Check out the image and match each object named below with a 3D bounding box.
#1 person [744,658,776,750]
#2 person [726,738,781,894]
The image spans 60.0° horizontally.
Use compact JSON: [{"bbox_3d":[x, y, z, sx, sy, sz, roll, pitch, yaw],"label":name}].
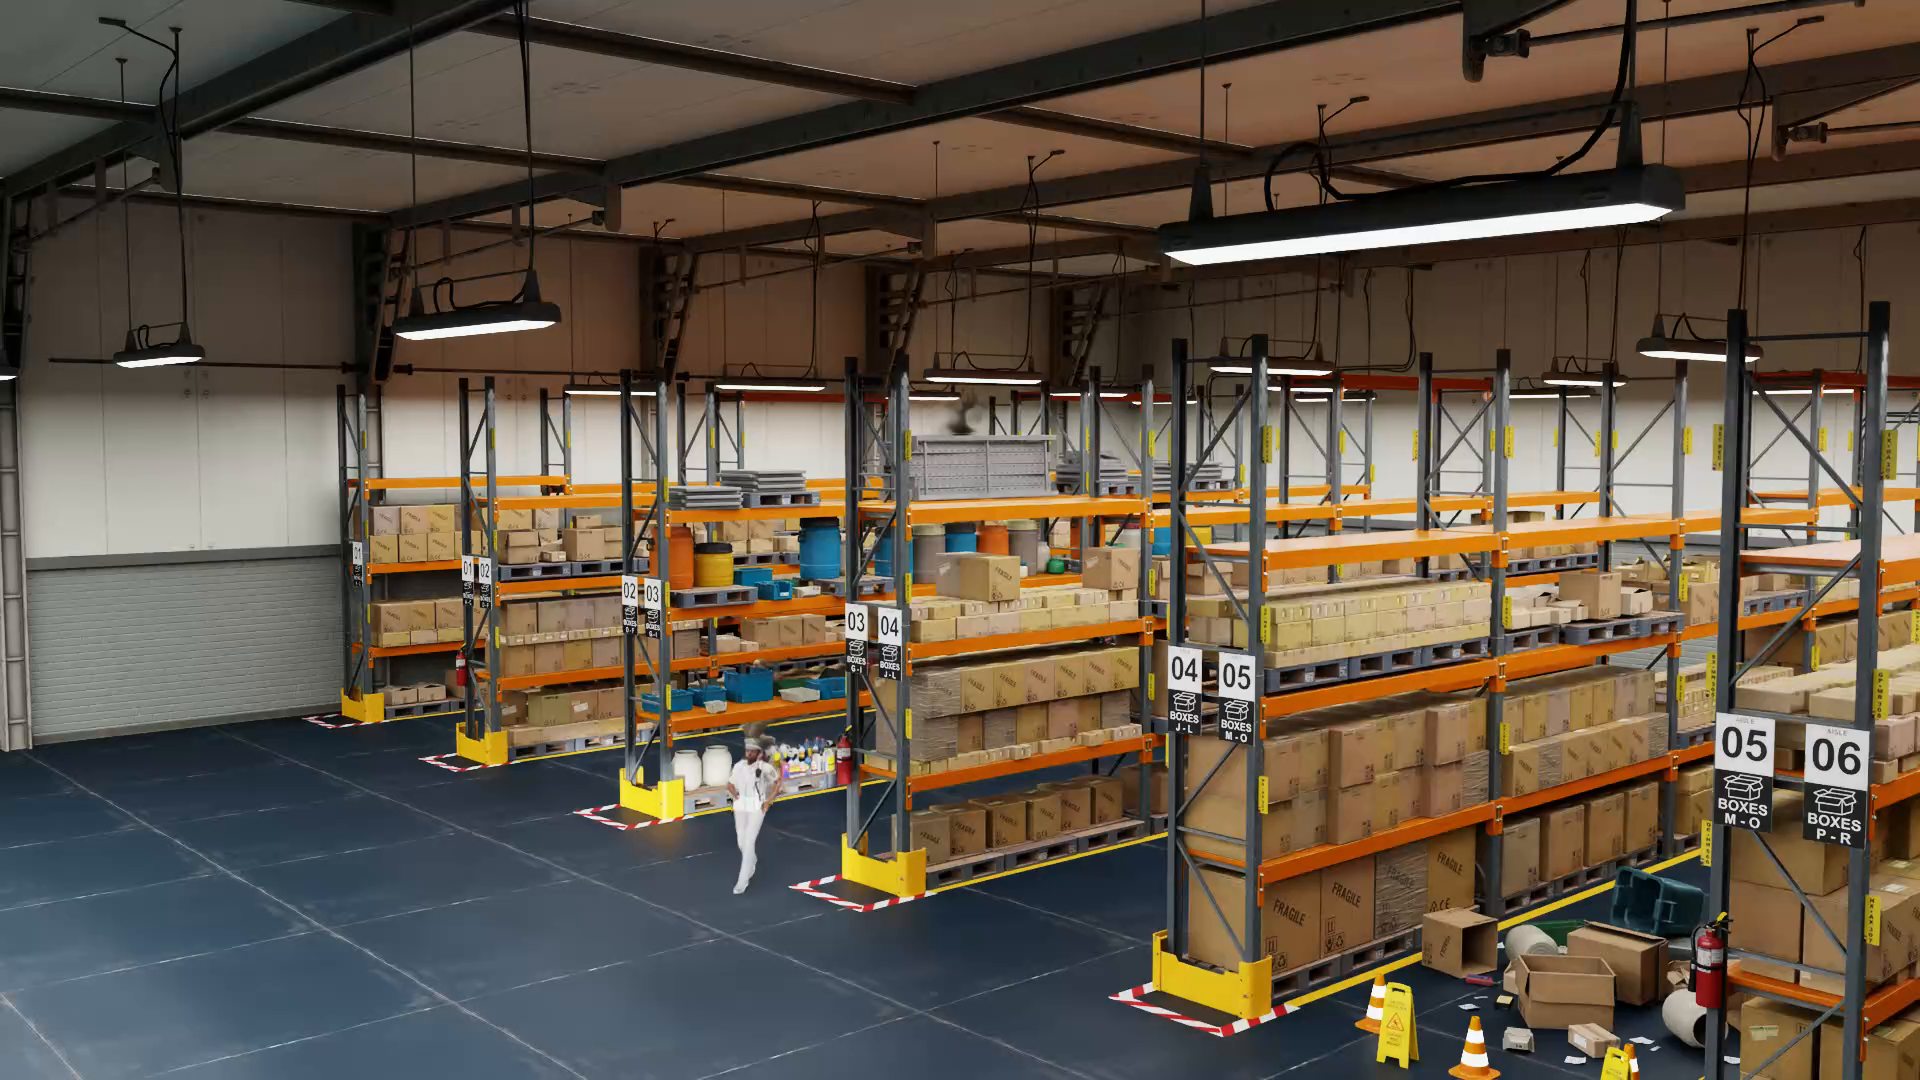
[{"bbox_3d":[-3.050,2.658,25.460,0.663,1.701,0.752,3,5,42],"label":"person"},{"bbox_3d":[-2.367,3.071,18.862,0.603,1.696,0.825,1,4,16],"label":"person"}]
